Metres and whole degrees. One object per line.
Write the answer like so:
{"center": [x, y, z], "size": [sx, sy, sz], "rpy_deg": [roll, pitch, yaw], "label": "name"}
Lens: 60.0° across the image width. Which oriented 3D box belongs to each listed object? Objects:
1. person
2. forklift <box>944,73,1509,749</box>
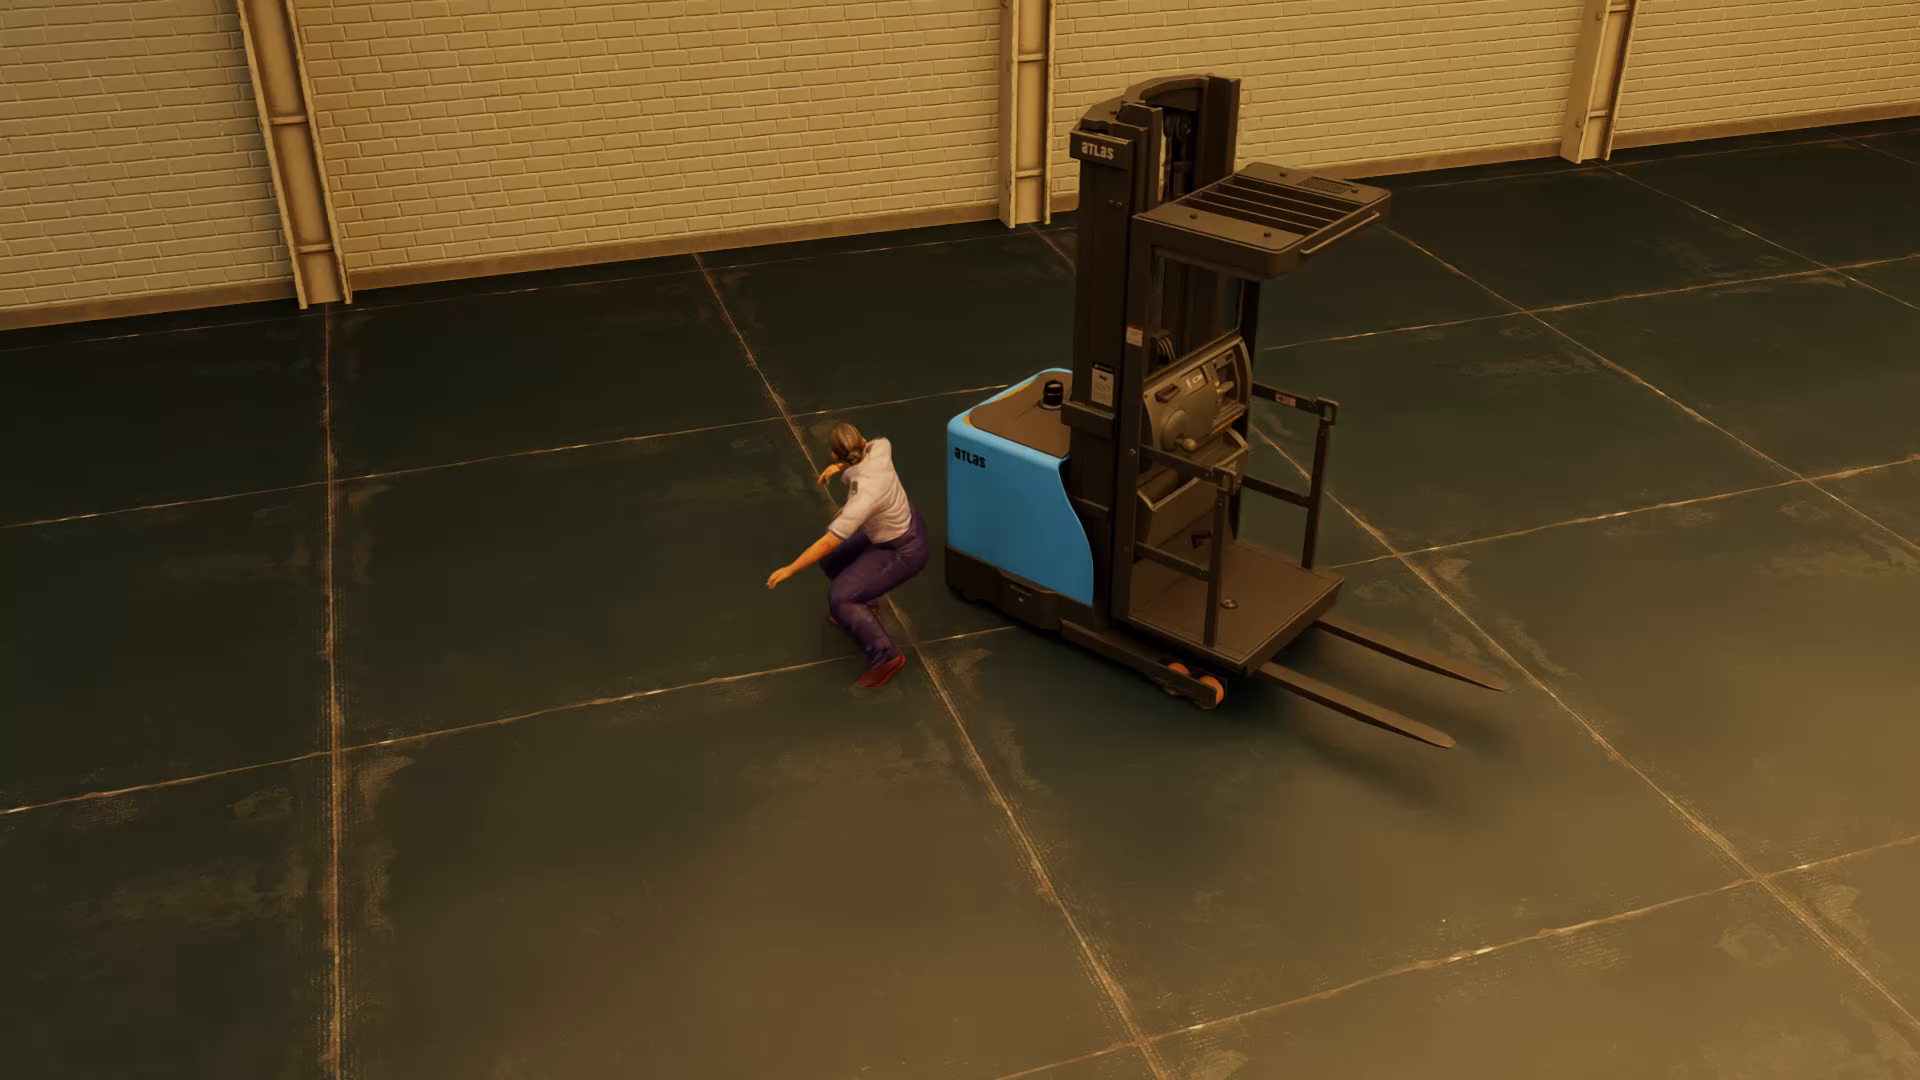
{"center": [-0.579, 0.011, 8.662], "size": [0.847, 1.416, 0.745], "rpy_deg": [-2, 30, -3], "label": "person"}
{"center": [1.369, -0.703, 8.309], "size": [3.031, 2.935, 1.130], "rpy_deg": [23, 37, 34], "label": "forklift"}
